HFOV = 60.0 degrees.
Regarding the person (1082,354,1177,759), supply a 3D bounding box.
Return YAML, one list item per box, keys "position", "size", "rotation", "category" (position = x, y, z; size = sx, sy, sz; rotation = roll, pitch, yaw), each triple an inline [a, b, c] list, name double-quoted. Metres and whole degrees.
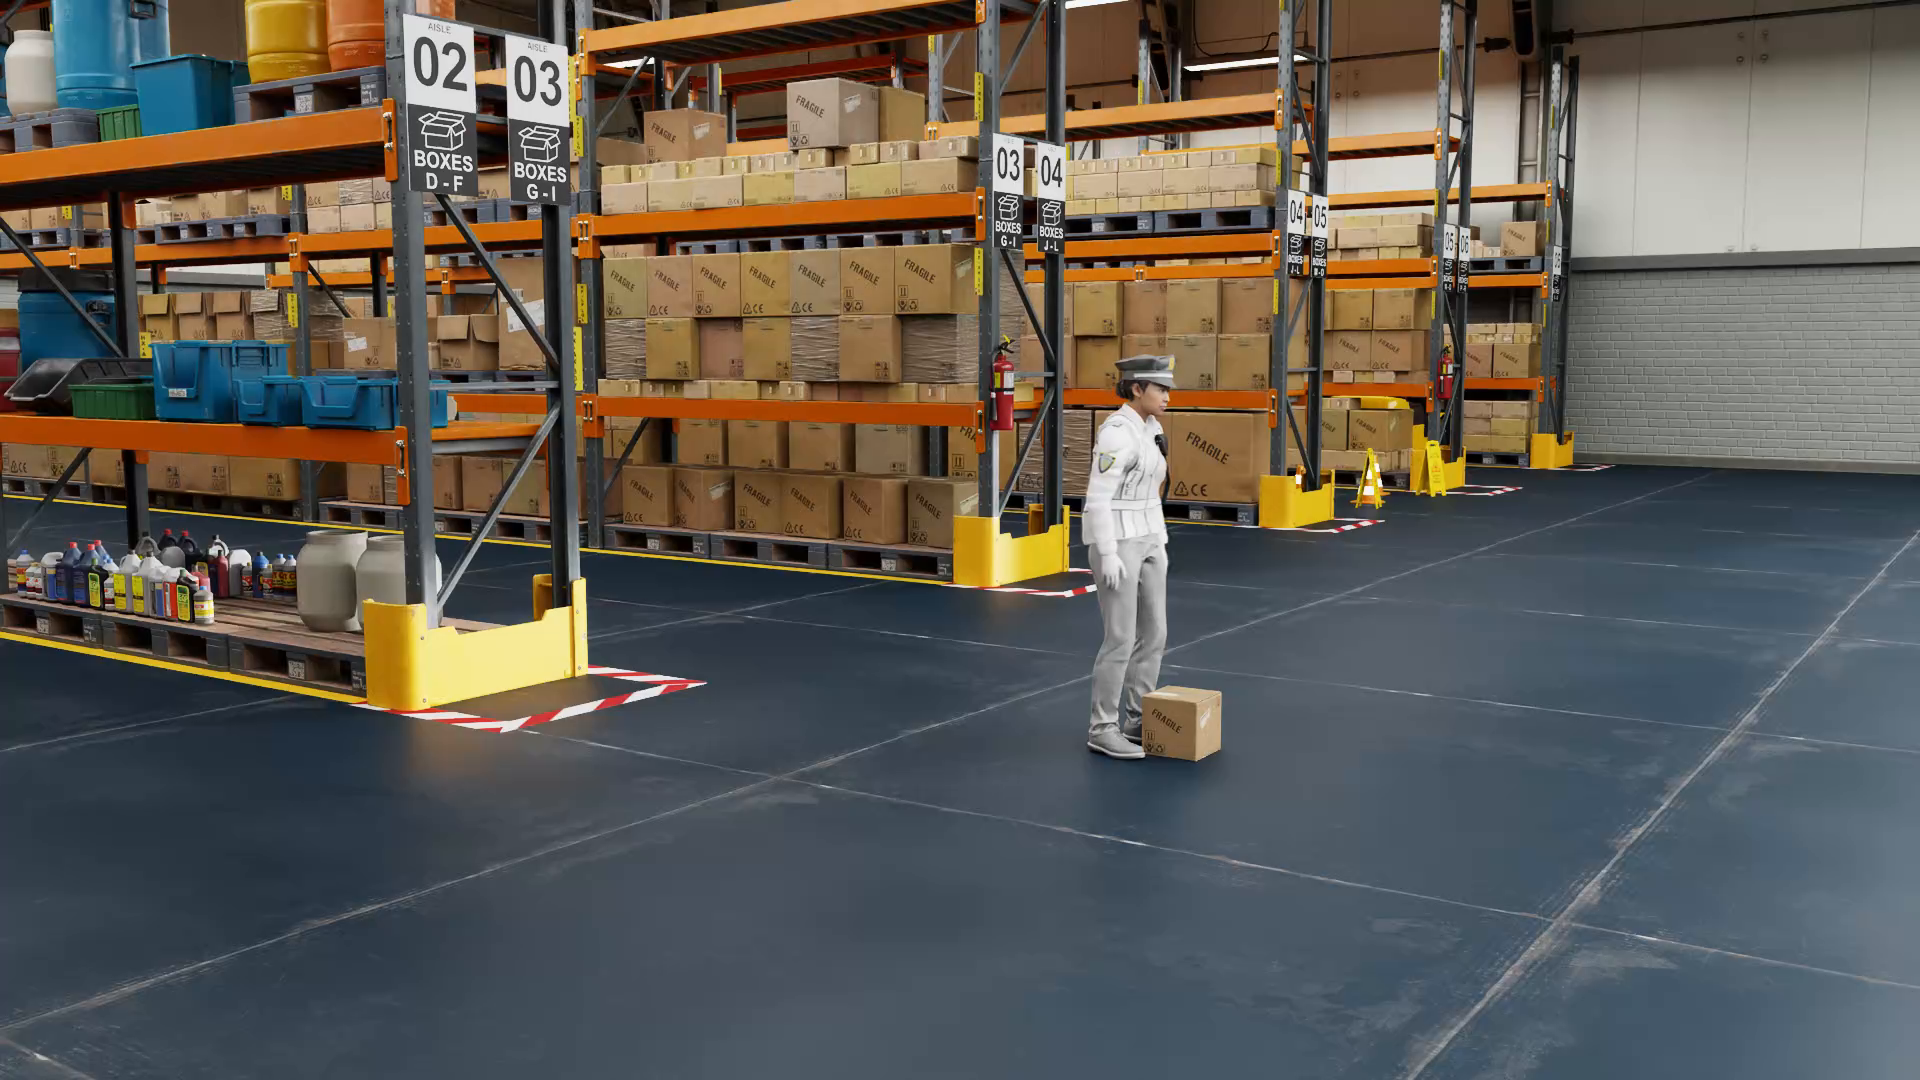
- position: [0.735, 0.058, 7.015]
  size: [0.407, 1.654, 0.524]
  rotation: [4, 8, 34]
  category: "person"
